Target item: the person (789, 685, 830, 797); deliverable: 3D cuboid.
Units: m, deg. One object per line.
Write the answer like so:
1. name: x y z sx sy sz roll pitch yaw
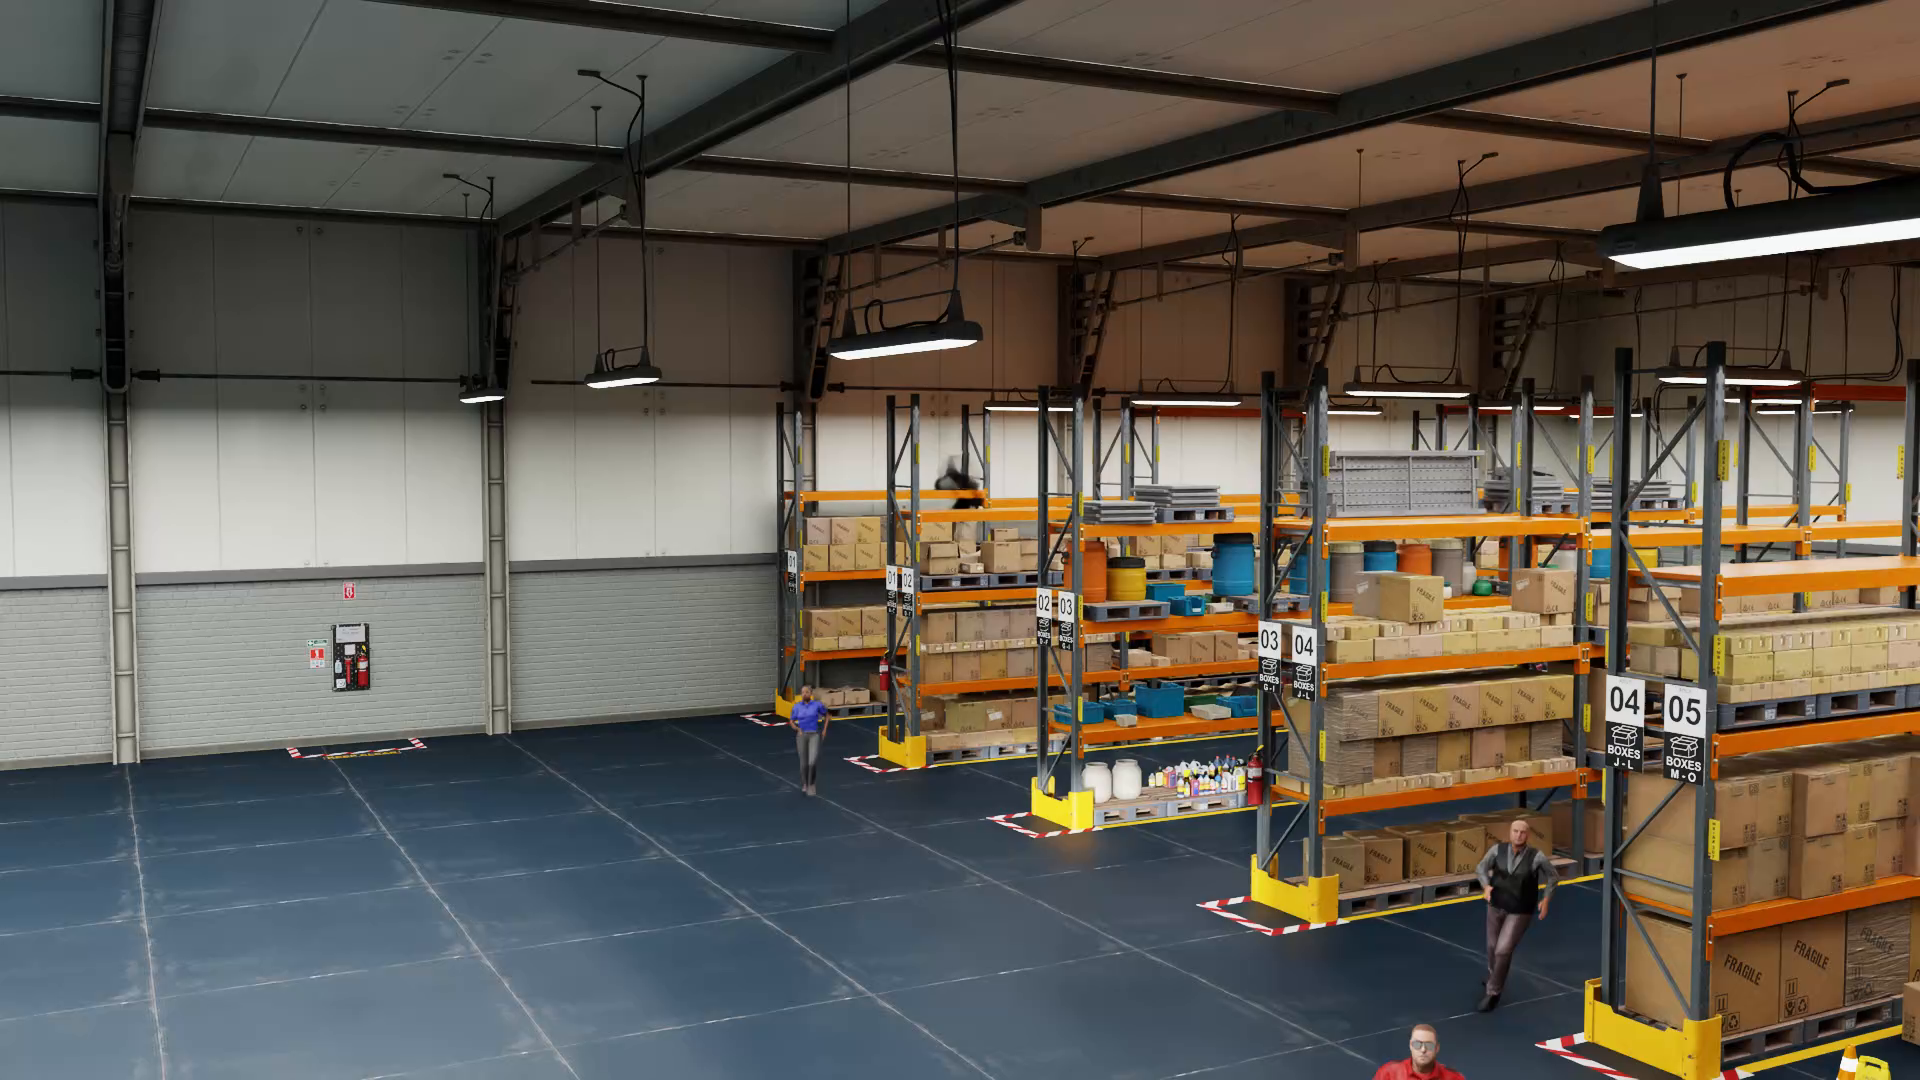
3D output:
1. person: -2.237 2.963 24.556 0.576 1.653 0.654 0 3 4

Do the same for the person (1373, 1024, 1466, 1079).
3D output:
1. person: 2.769 3.757 9.986 0.658 1.669 0.618 1 3 15

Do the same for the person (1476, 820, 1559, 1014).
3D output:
1. person: 5.088 3.445 15.360 0.728 1.739 0.843 3 4 39

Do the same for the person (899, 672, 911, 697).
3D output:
1. person: -0.725 2.454 29.101 0.607 1.729 0.713 -2 4 -29
